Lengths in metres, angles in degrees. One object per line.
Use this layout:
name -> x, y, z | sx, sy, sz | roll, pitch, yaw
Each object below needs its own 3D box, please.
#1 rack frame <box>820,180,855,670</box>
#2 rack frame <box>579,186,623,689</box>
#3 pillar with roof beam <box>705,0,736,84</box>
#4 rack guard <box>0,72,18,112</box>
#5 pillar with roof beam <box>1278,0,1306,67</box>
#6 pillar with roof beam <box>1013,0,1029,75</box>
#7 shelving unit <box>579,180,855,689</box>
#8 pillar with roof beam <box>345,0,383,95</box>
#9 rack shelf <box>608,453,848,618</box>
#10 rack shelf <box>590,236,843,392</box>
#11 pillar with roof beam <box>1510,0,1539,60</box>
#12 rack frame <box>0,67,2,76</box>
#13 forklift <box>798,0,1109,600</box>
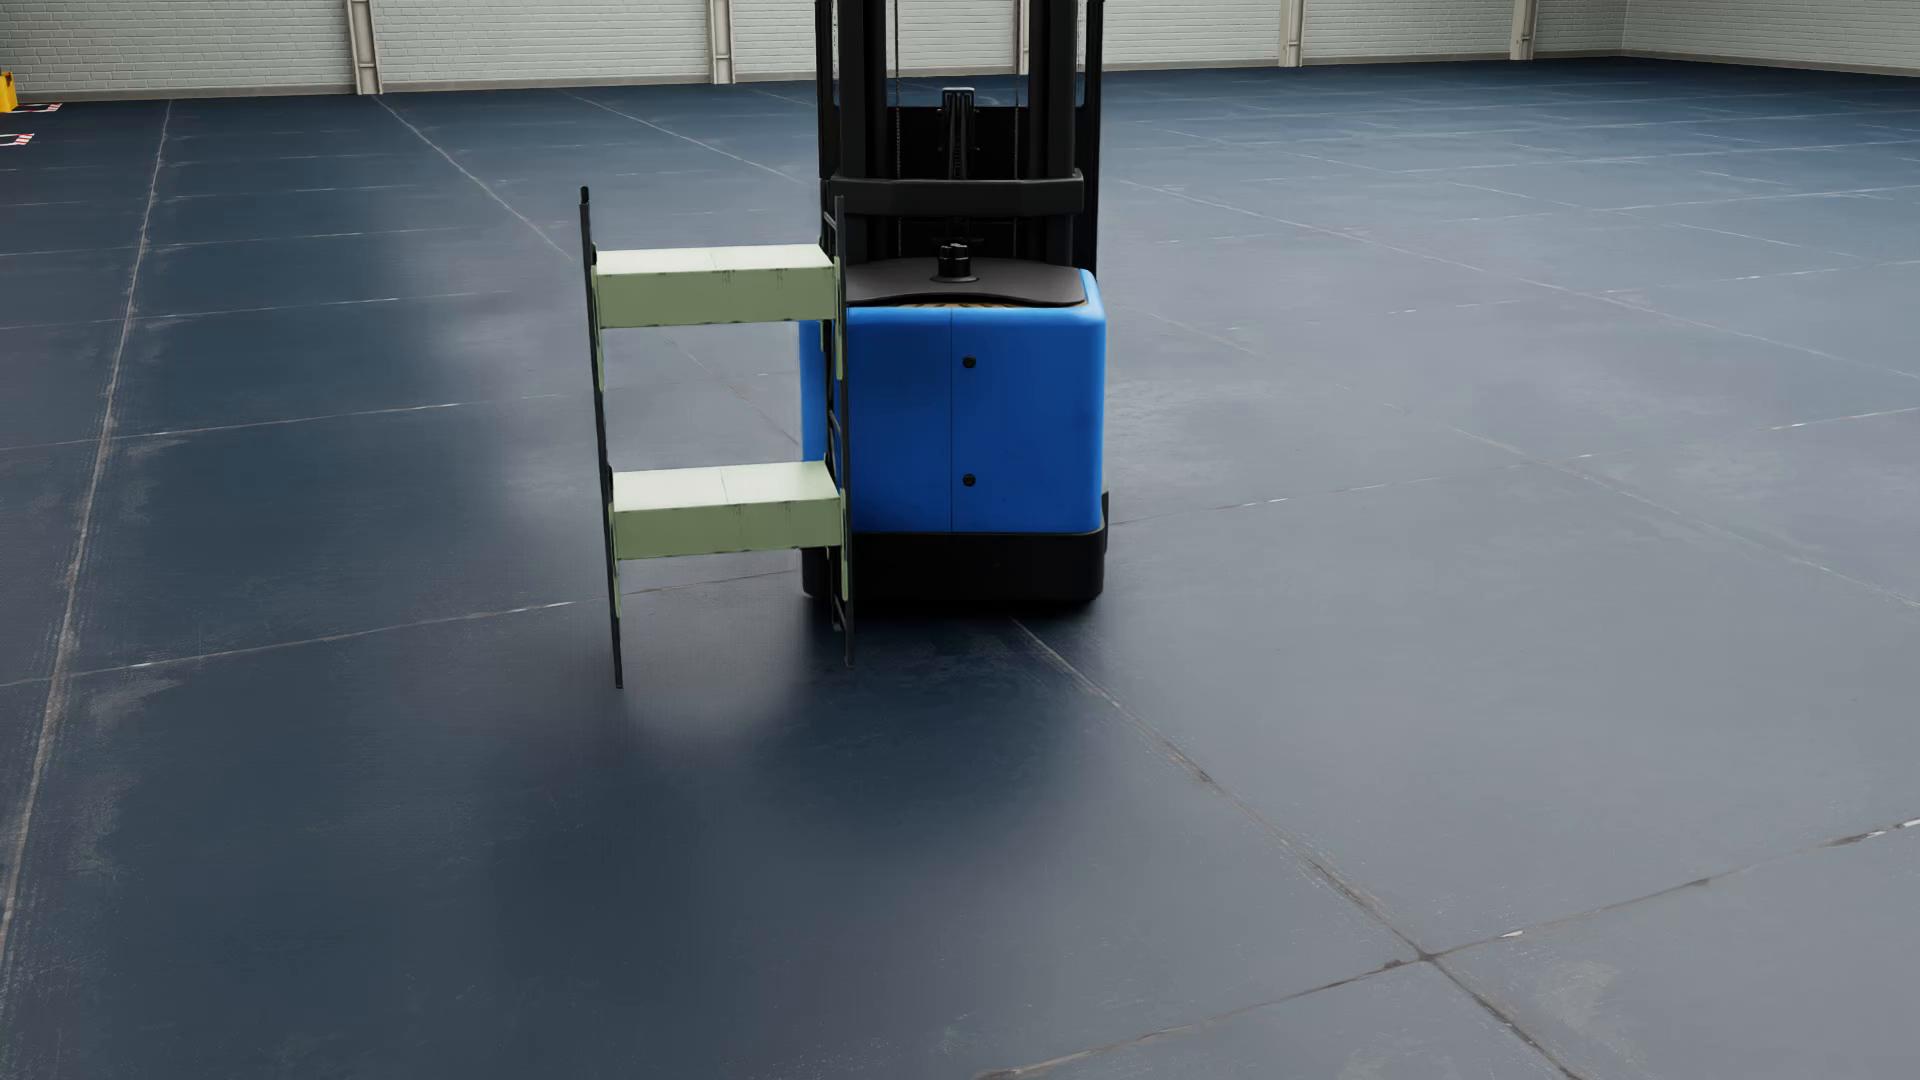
rack frame -> -0.389, -0.357, 5.277 | 0.023, 1.500, 0.400 | -4, 20, -11
rack frame -> -1.106, -0.308, 5.137 | 0.023, 1.500, 0.400 | -4, 20, -11
pillar with roof beam -> -2.537, -11.094, 24.481 | 0.400, 9.000, 9.100 | -8, 21, -22
rack guard -> -14.242, -6.639, 24.626 | 0.348, 0.500, 1.175 | -8, 21, -22
pillar with roof beam -> 8.481, -12.673, 28.964 | 0.400, 9.000, 9.100 | -8, 21, -22
pillar with roof beam -> 2.972, -11.883, 26.723 | 0.400, 9.000, 9.100 | -8, 21, -22
shelving unit -> -0.747, -0.332, 5.207 | 0.755, 1.500, 0.431 | -4, 20, -11
pillar with roof beam -> -8.046, -10.305, 22.239 | 0.400, 9.000, 9.100 | -8, 21, -22
rack shelf -> -0.747, -0.025, 5.315 | 0.720, 0.370, 0.431 | -4, 20, -11
rack shelf -> -0.747, -0.700, 5.077 | 0.720, 0.370, 0.431 | -4, 20, -11
pillar with roof beam -> 13.991, -13.462, 31.206 | 0.400, 9.000, 9.100 | -8, 21, -22
rack frame -> -14.264, -7.815, 24.202 | 0.127, 3.000, 1.000 | -8, 21, -22
forklift -> 0.001, -1.612, 6.688 | 1.130, 2.935, 3.031 | 0, 19, 1
